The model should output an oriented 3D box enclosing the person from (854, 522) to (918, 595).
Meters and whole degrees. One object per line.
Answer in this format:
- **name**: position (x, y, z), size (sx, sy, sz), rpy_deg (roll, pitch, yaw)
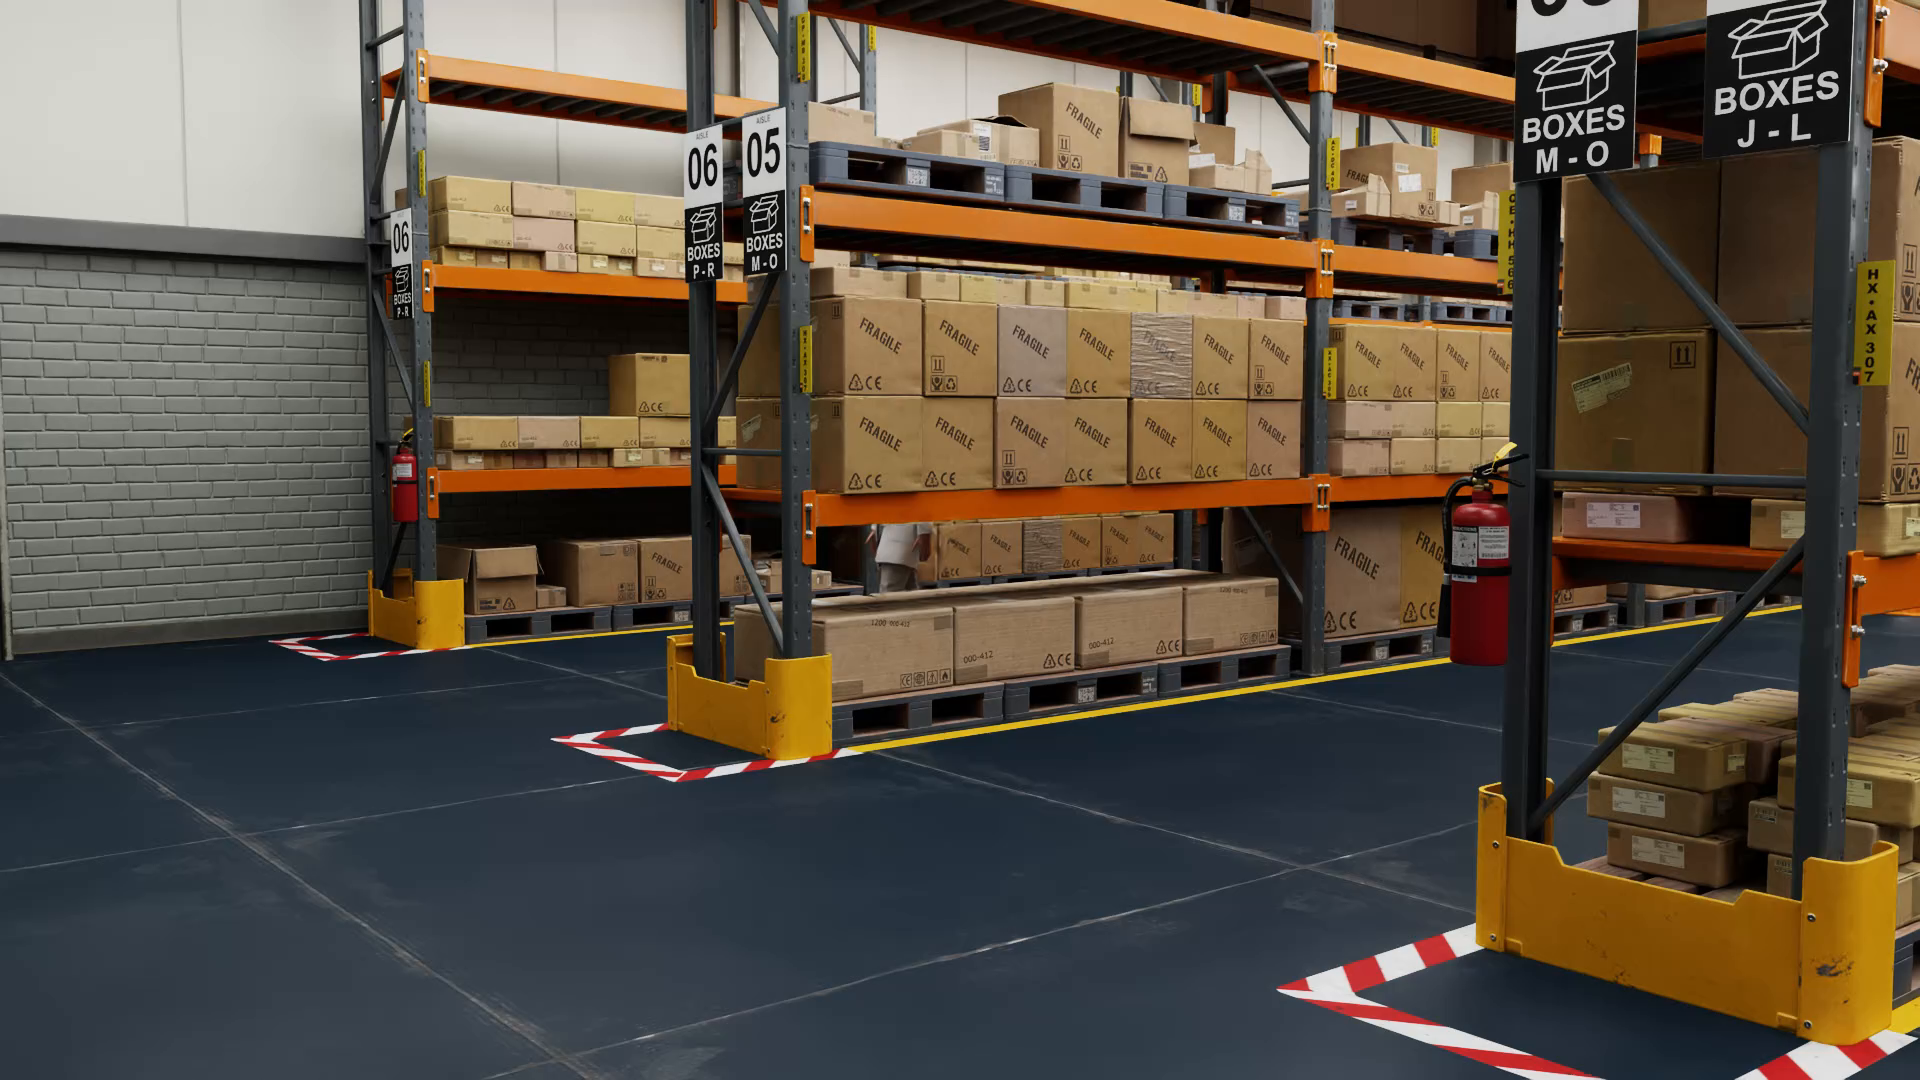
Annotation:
- **person**: position (-0.537, -0.038, 11.314), size (0.746, 1.777, 0.616), rpy_deg (-2, 5, -30)
